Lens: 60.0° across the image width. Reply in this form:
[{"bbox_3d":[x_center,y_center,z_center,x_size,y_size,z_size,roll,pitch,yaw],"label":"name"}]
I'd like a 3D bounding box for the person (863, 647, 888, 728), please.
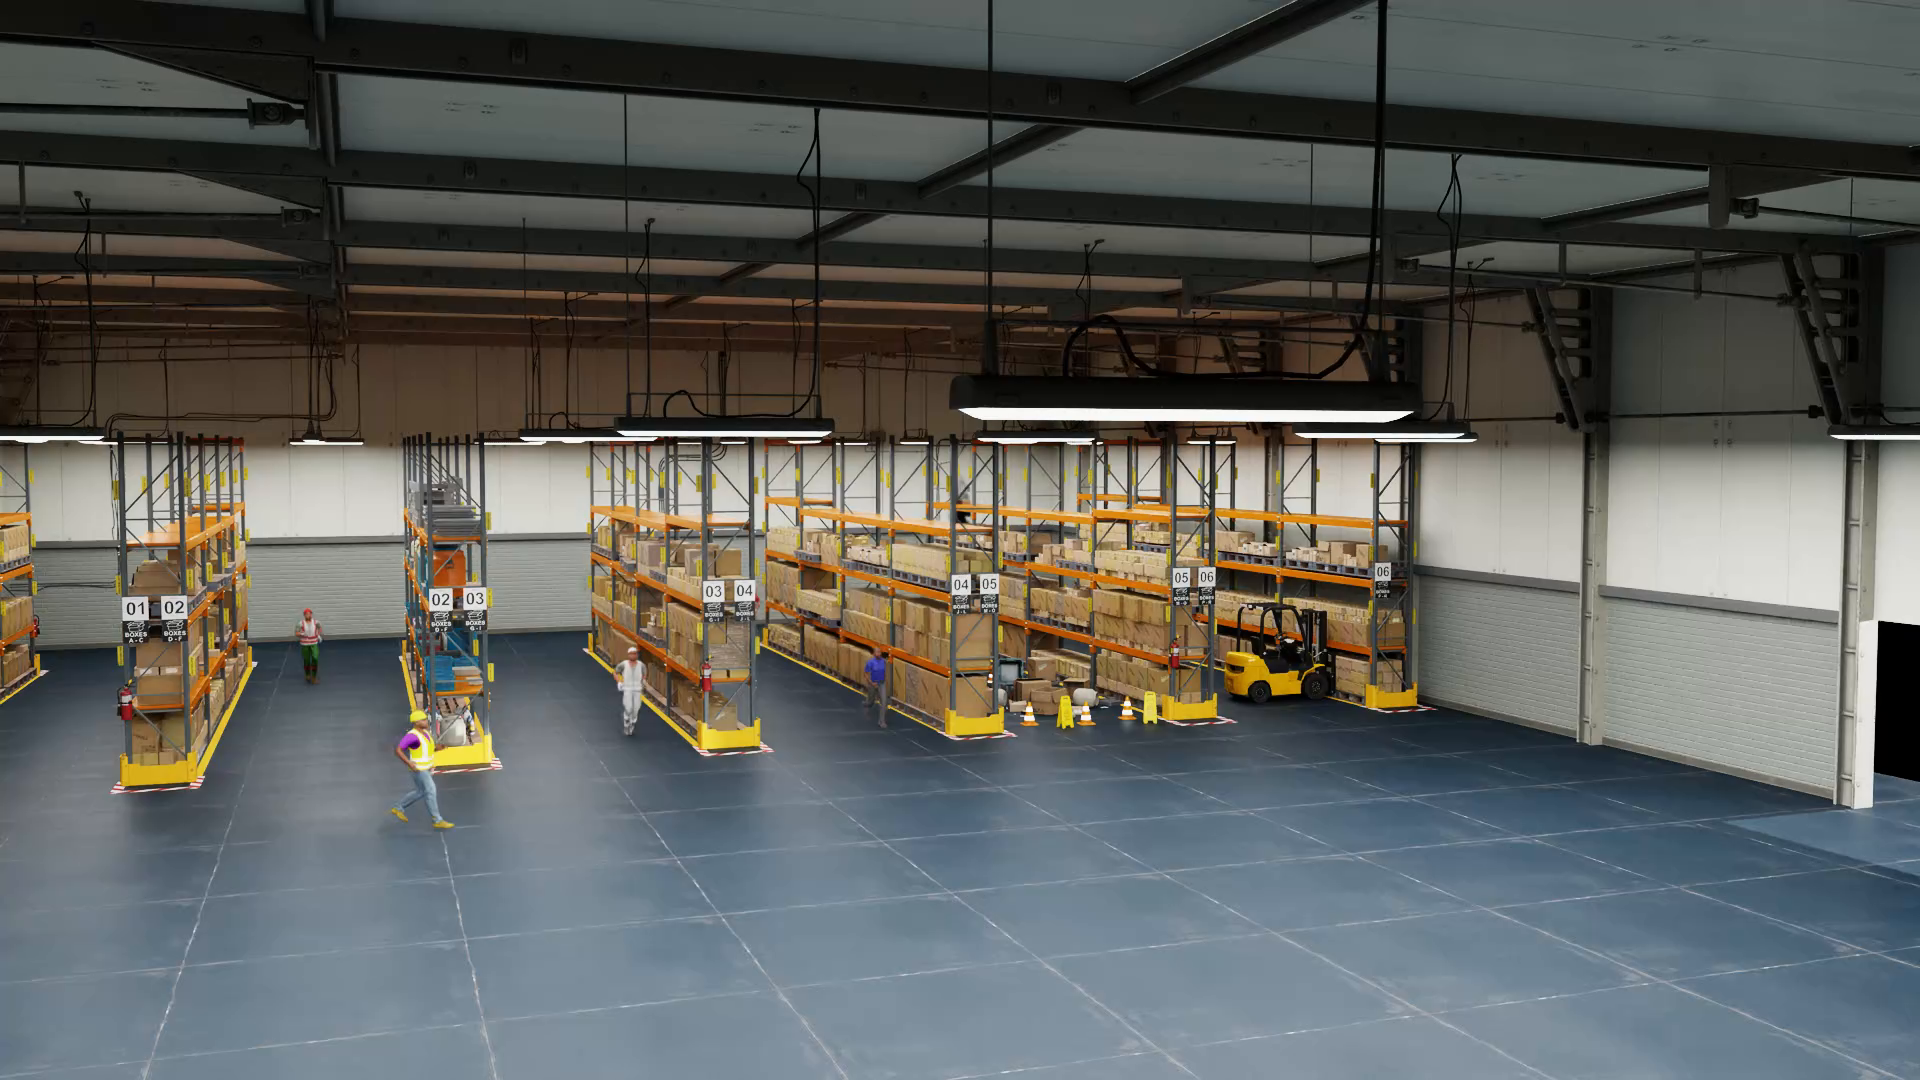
[{"bbox_3d":[-1.735,3.033,34.375,0.557,1.643,0.960,-1,3,-24],"label":"person"}]

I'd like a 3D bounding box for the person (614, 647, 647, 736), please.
[{"bbox_3d":[-6.497,3.006,32.966,0.634,1.768,0.670,-1,3,-24],"label":"person"}]

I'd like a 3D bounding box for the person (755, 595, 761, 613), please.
[{"bbox_3d":[-6.249,2.185,48.829,0.725,1.745,0.680,3,4,42],"label":"person"}]

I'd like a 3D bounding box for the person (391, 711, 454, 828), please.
[{"bbox_3d":[-8.081,3.429,24.936,0.992,1.745,0.703,0,3,0],"label":"person"}]

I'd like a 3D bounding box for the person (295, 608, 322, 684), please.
[{"bbox_3d":[-15.867,2.586,40.535,0.633,1.848,0.793,-1,3,-25],"label":"person"}]
